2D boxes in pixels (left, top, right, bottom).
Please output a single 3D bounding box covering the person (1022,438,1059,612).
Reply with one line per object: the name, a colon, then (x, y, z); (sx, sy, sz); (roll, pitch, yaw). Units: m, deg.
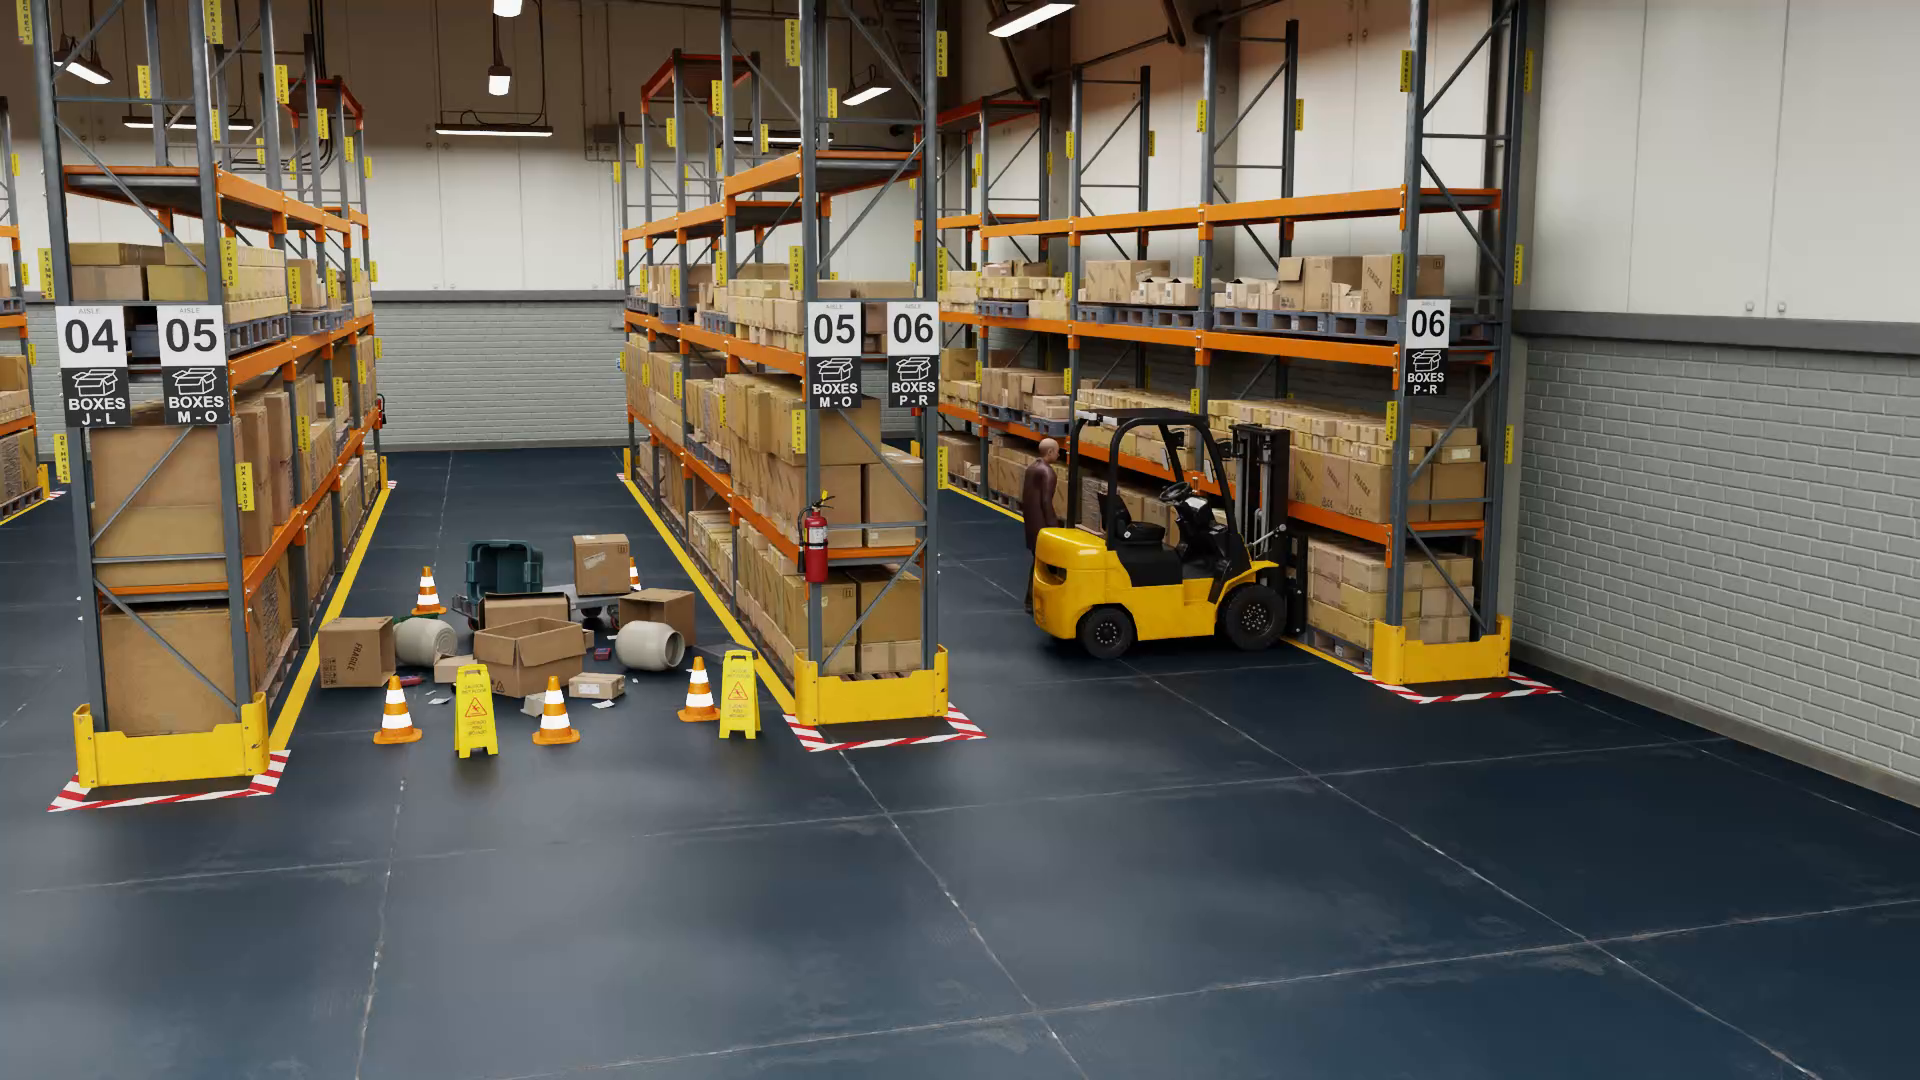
person: (0.850, -0.137, 16.775); (0.428, 1.773, 0.643); (-3, 9, -16)
